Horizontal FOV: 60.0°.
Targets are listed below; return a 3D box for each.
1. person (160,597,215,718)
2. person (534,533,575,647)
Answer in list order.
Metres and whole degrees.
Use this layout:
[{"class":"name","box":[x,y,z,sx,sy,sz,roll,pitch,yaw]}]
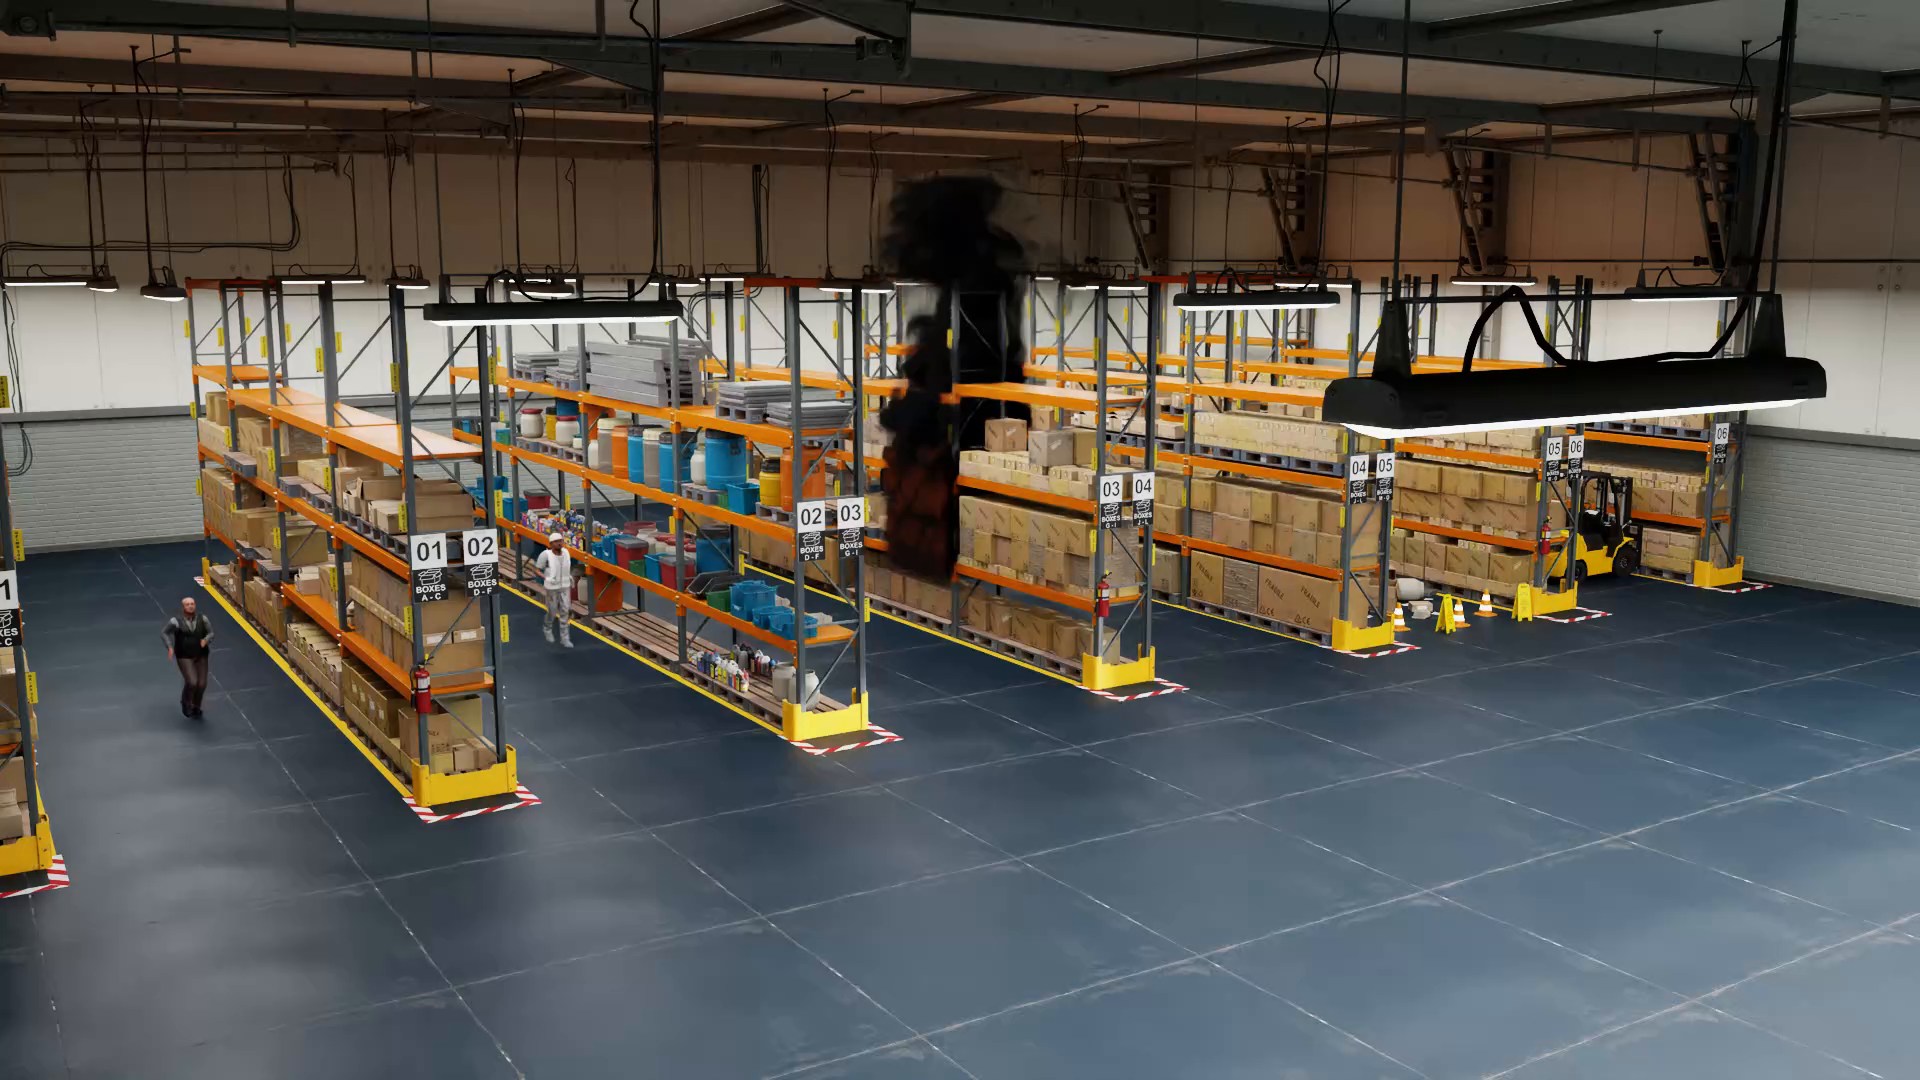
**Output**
[{"class":"person","box":[-10.660,1.639,23.099,0.639,1.685,0.651,-9,13,-42]},{"class":"person","box":[-6.396,0.779,26.351,0.667,1.806,0.828,-7,12,-37]}]
